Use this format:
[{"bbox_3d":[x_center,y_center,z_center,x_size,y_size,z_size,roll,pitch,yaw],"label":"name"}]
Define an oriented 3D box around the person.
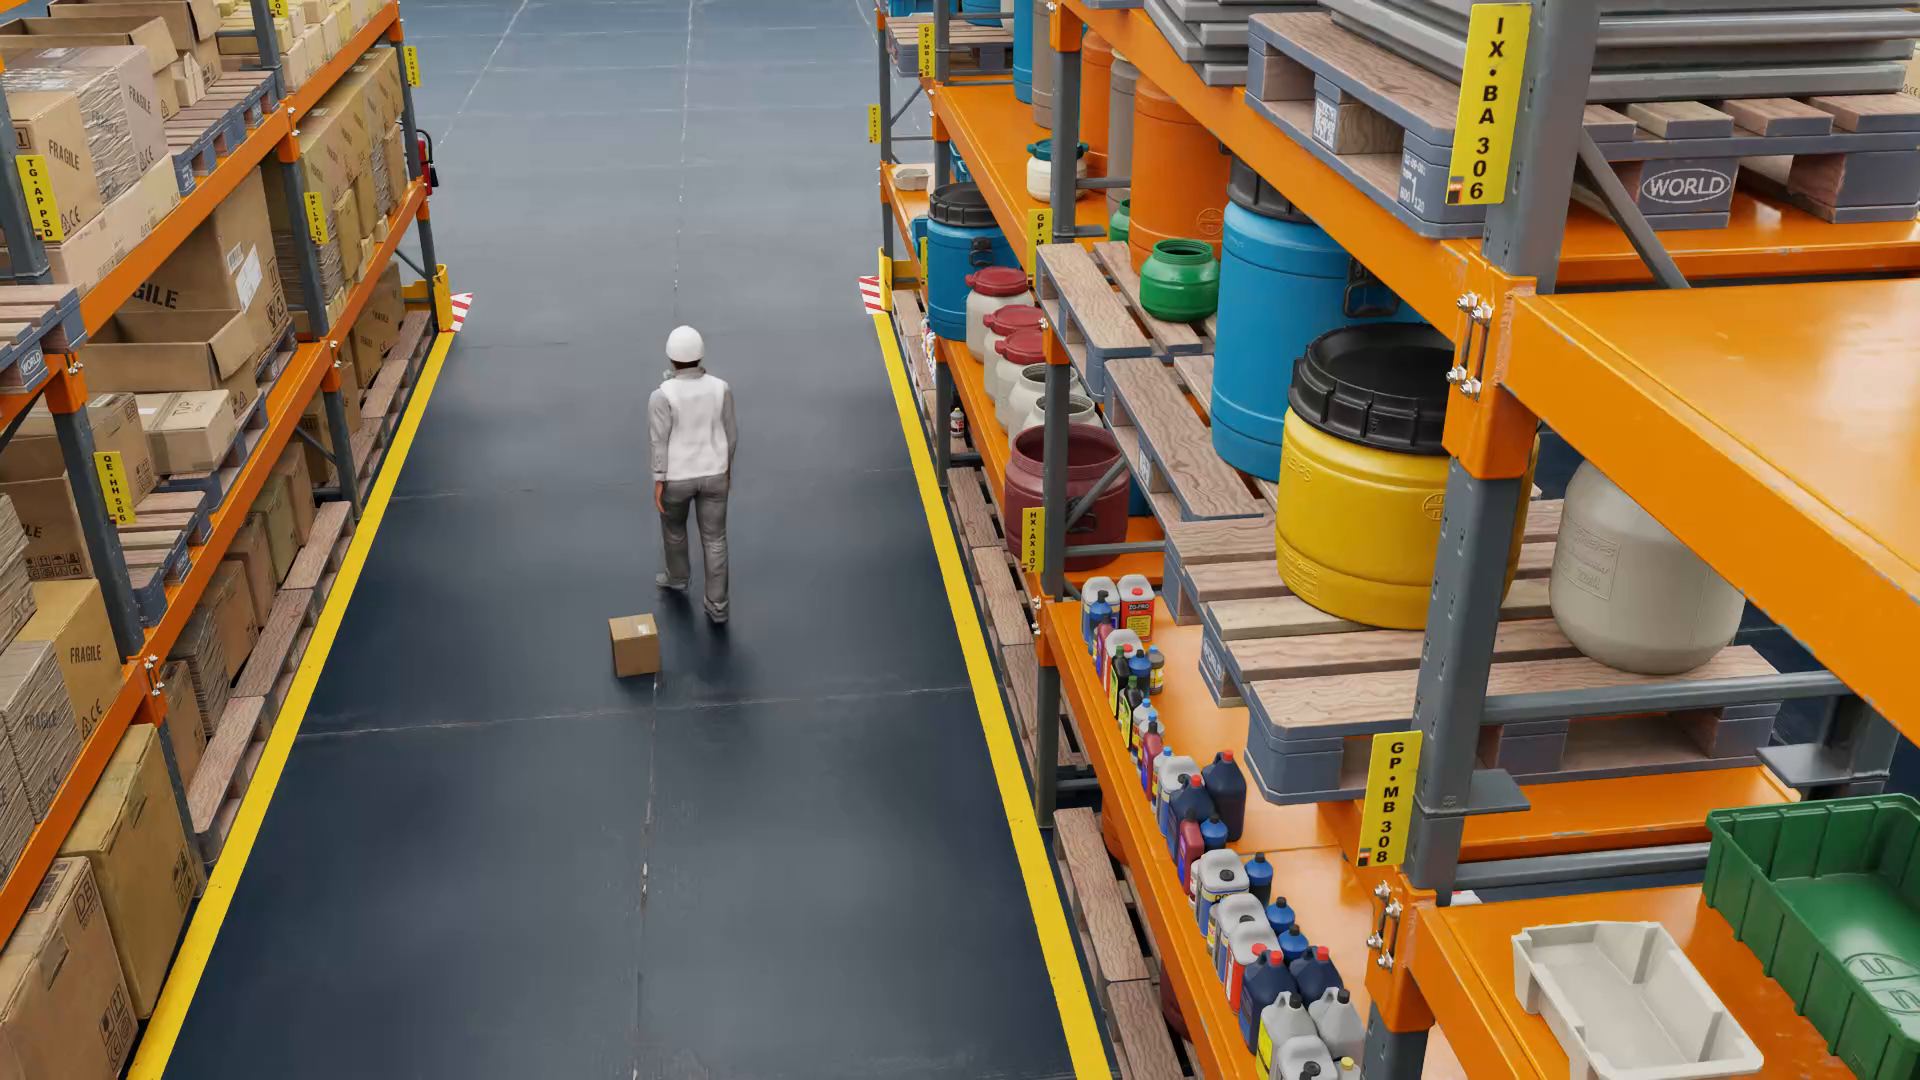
[{"bbox_3d":[-1.571,-0.405,9.872,0.565,1.767,0.813,-10,29,-18],"label":"person"}]
